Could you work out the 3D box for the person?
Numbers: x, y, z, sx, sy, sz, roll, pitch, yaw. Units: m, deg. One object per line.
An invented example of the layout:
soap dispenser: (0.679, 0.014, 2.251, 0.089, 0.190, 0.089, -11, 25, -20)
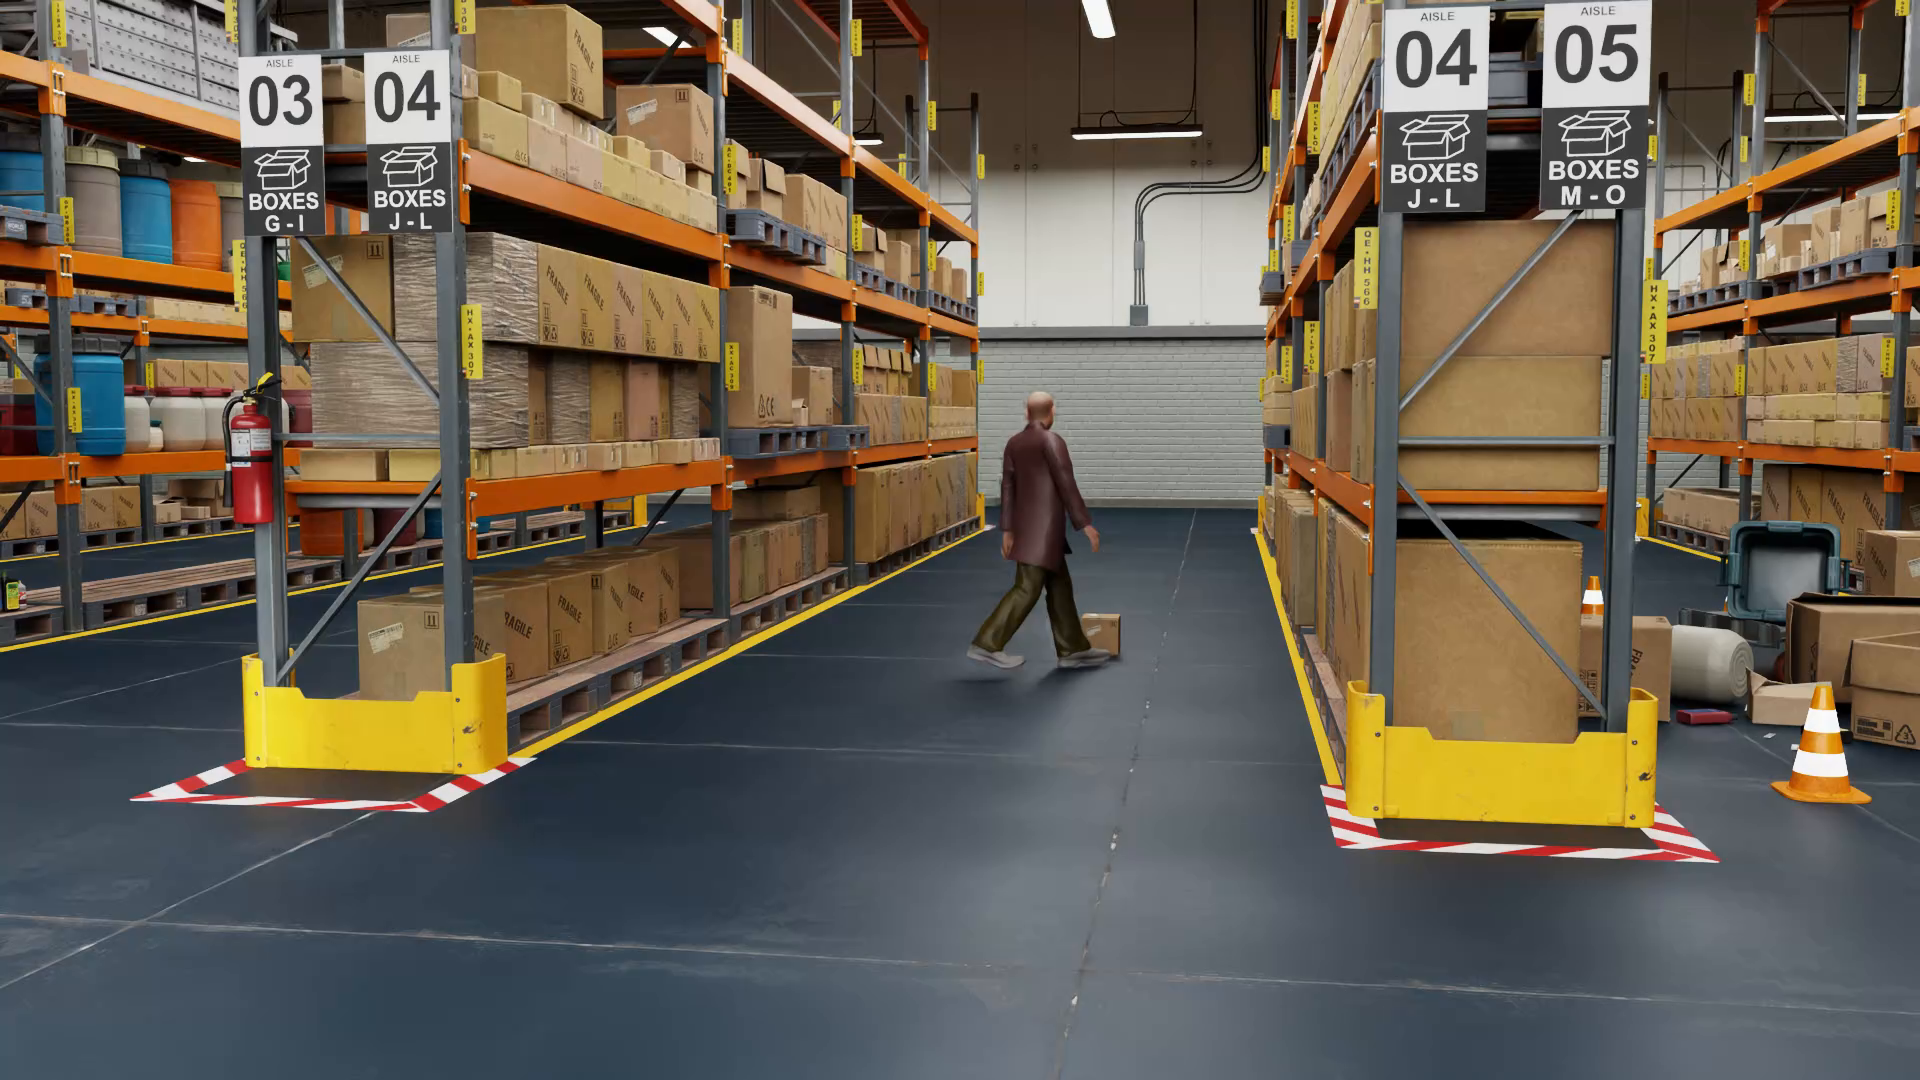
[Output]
person: (0.520, -0.054, 10.359, 1.006, 1.738, 0.621, -1, 5, -18)
